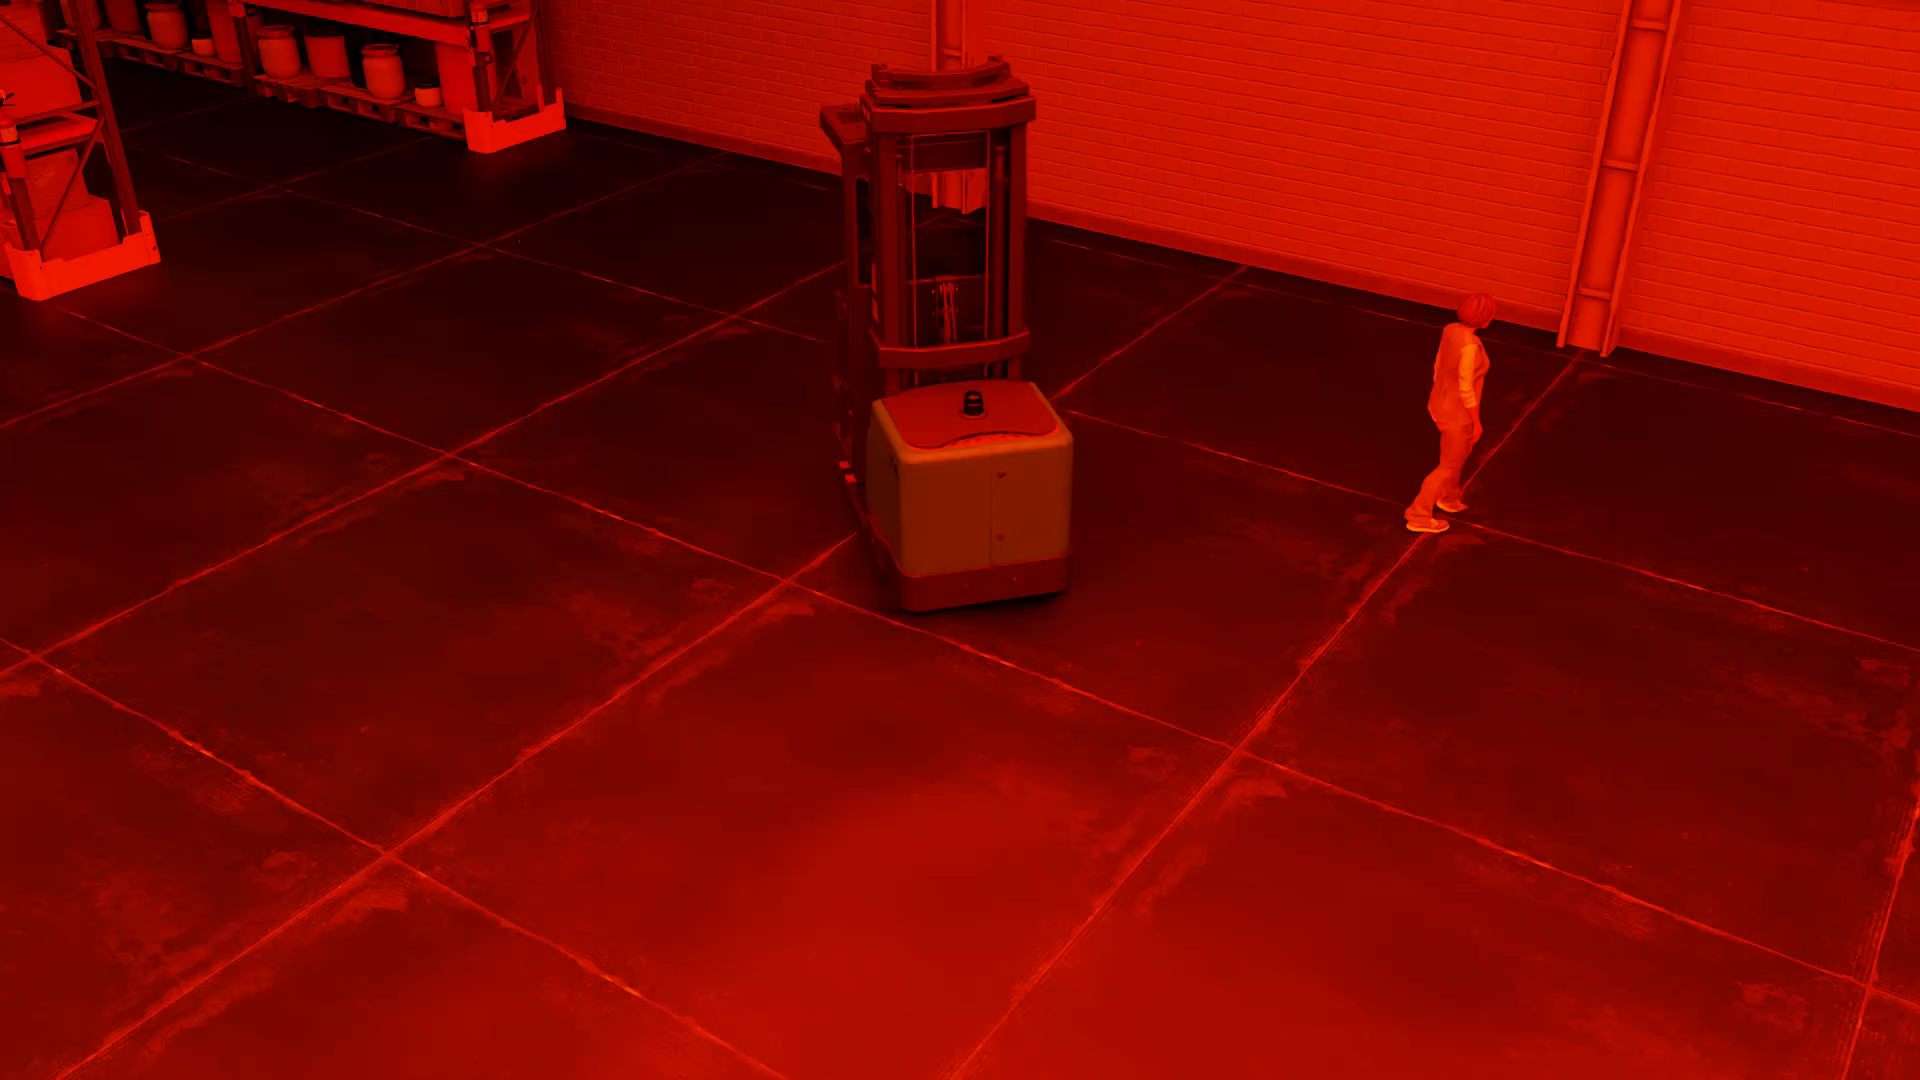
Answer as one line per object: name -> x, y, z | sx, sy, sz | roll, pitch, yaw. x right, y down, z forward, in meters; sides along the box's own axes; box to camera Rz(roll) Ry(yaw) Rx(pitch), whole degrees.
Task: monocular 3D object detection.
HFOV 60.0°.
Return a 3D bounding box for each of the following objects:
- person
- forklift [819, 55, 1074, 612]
person -> 3.082, -0.769, 10.296 | 0.513, 1.623, 0.518 | -1, 30, -1
forklift -> -0.216, -1.579, 10.300 | 1.130, 2.935, 3.031 | -8, 31, -13
